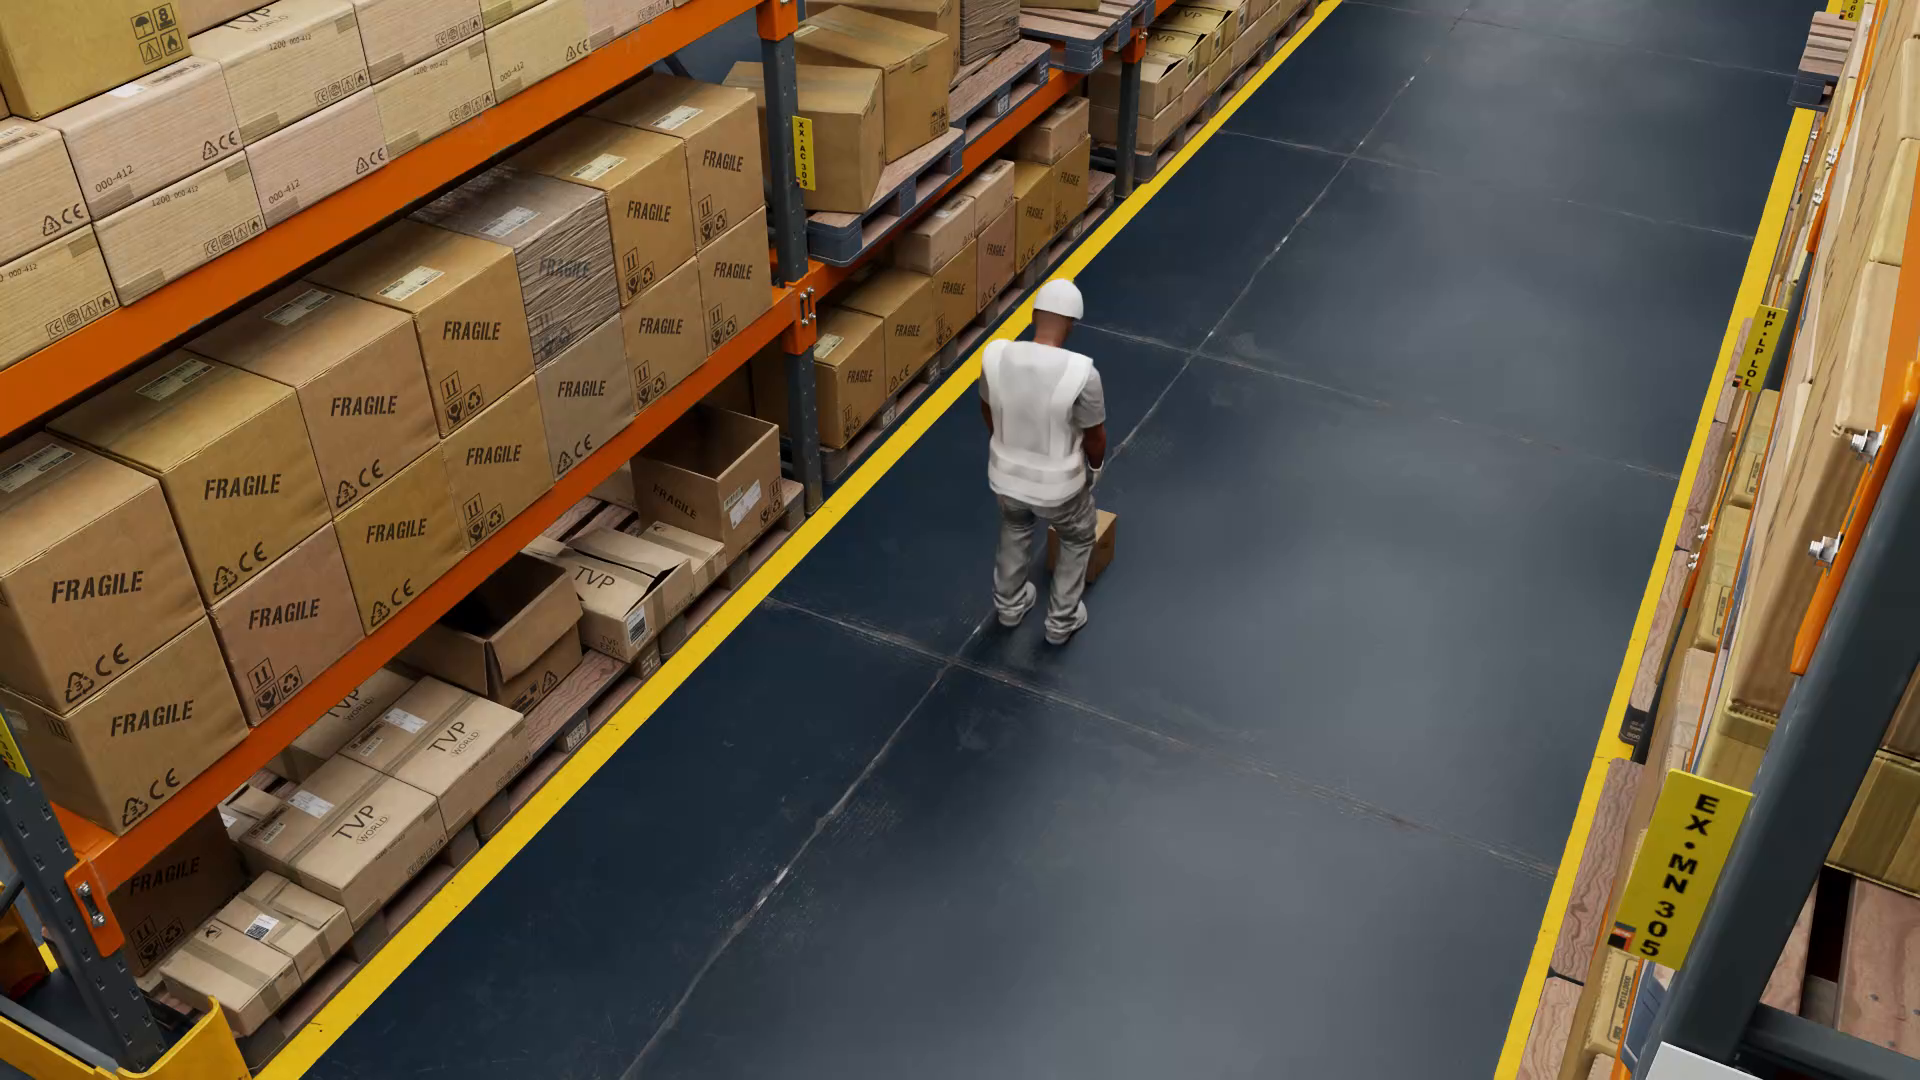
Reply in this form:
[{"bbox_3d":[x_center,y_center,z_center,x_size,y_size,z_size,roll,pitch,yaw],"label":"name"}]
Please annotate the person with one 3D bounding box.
[{"bbox_3d":[0.348,-0.318,7.220,0.584,1.695,0.517,19,41,22],"label":"person"}]
